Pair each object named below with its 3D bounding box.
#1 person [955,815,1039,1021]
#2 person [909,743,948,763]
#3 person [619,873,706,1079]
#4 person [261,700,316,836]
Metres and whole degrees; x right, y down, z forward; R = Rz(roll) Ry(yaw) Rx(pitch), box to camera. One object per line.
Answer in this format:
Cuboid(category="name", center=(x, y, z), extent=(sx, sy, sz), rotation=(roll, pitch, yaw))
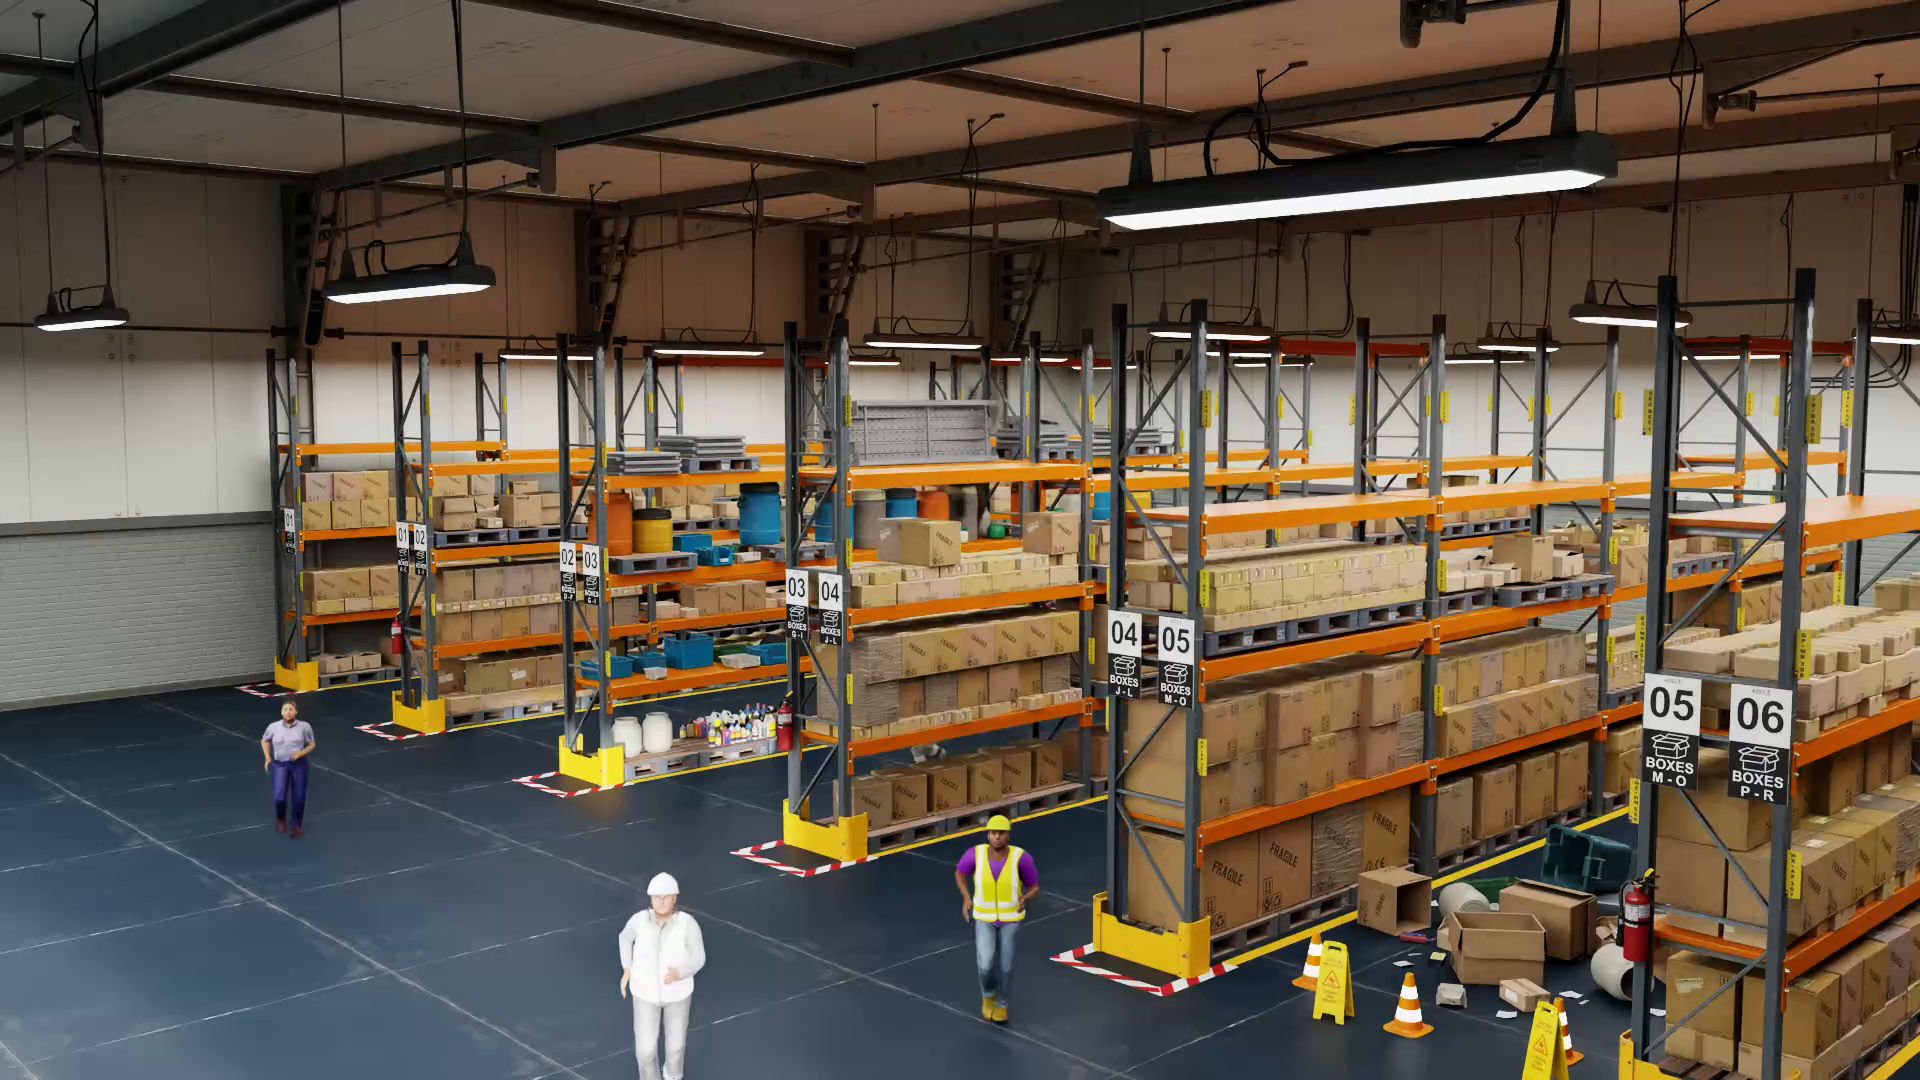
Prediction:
Cuboid(category="person", center=(0.296, 3.119, 13.640), extent=(0.704, 1.732, 0.596), rotation=(0, 5, 3))
Cuboid(category="person", center=(-0.461, 2.351, 22.262), extent=(0.614, 1.741, 0.643), rotation=(-5, 7, -44))
Cuboid(category="person", center=(-2.126, 3.262, 11.871), extent=(0.621, 1.801, 0.811), rotation=(-1, 5, -8))
Cuboid(category="person", center=(-7.821, 2.772, 19.394), extent=(0.593, 1.423, 0.567), rotation=(-2, 5, -21))
